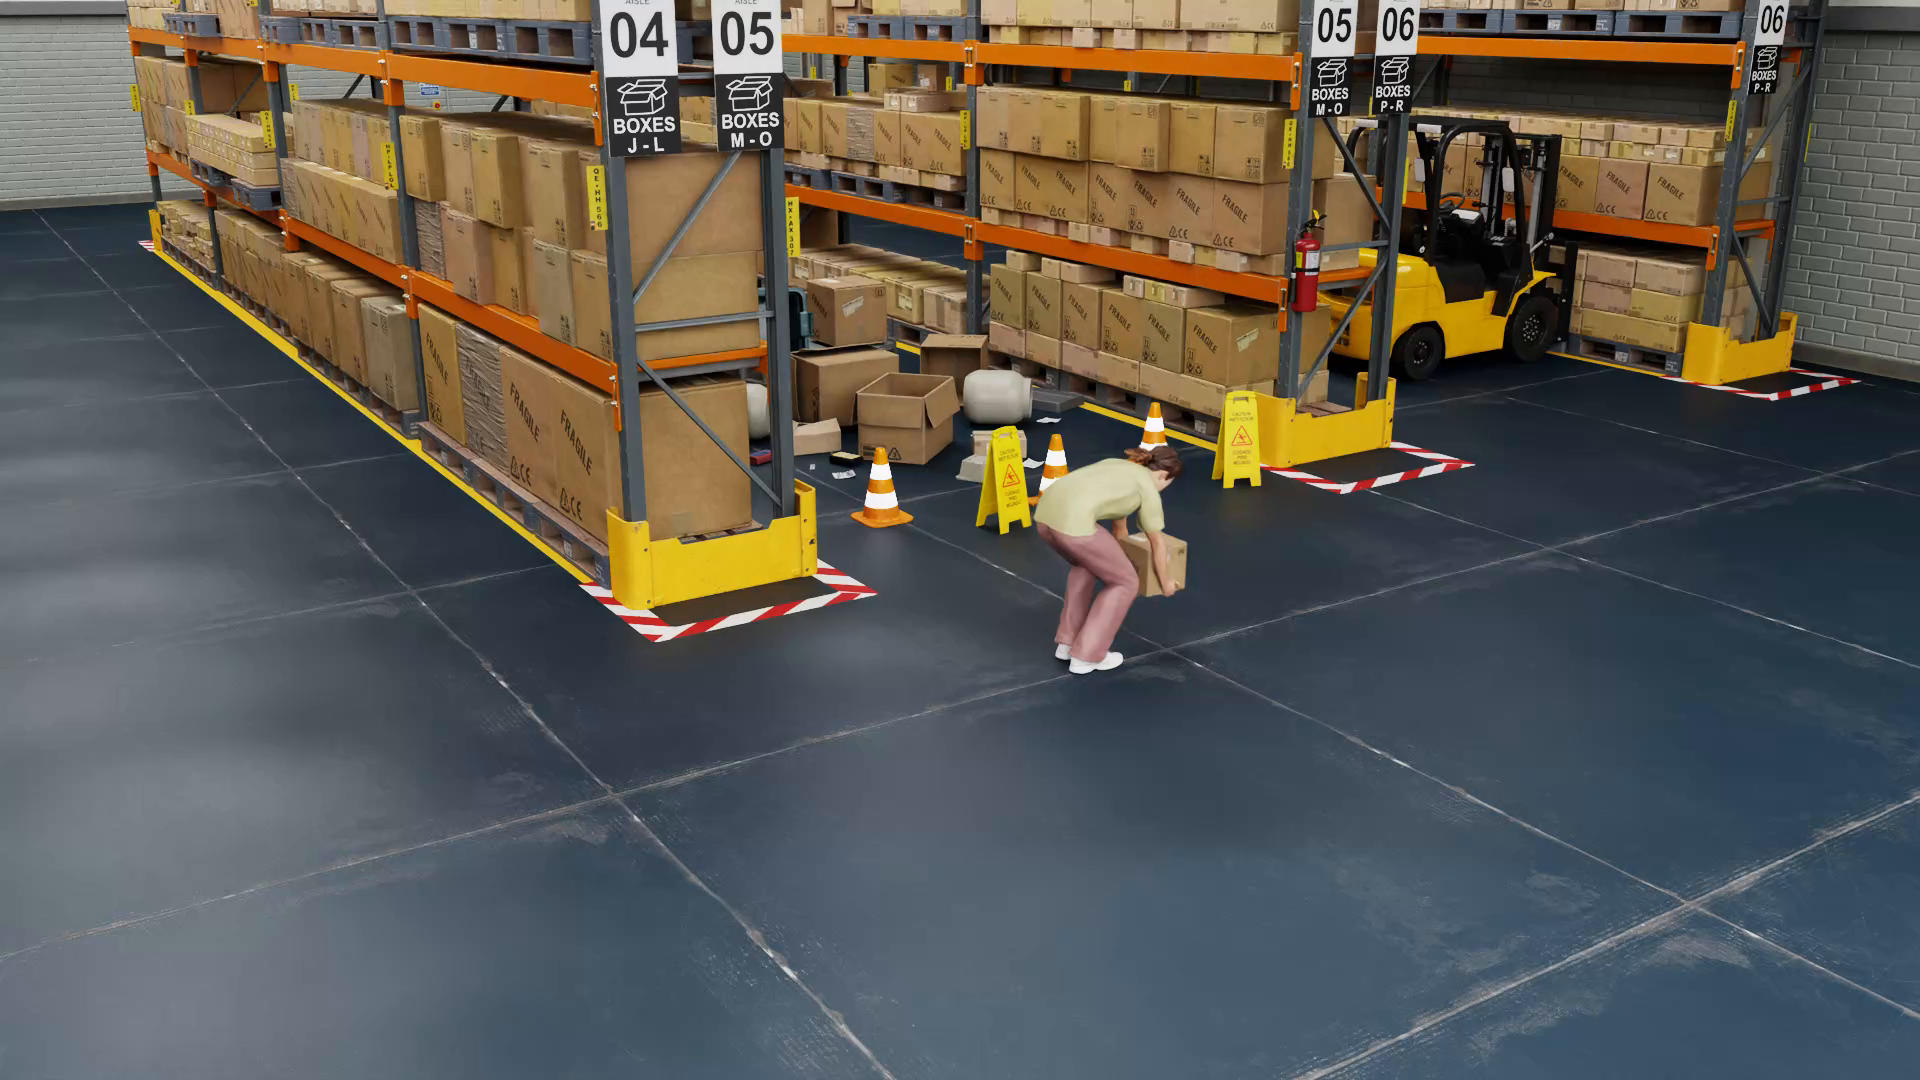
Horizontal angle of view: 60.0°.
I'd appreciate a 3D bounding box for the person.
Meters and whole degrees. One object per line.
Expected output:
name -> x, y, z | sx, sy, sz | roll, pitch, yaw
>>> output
person -> 0.762, 0.087, 8.312 | 0.865, 1.042, 0.449 | -13, 22, -34
